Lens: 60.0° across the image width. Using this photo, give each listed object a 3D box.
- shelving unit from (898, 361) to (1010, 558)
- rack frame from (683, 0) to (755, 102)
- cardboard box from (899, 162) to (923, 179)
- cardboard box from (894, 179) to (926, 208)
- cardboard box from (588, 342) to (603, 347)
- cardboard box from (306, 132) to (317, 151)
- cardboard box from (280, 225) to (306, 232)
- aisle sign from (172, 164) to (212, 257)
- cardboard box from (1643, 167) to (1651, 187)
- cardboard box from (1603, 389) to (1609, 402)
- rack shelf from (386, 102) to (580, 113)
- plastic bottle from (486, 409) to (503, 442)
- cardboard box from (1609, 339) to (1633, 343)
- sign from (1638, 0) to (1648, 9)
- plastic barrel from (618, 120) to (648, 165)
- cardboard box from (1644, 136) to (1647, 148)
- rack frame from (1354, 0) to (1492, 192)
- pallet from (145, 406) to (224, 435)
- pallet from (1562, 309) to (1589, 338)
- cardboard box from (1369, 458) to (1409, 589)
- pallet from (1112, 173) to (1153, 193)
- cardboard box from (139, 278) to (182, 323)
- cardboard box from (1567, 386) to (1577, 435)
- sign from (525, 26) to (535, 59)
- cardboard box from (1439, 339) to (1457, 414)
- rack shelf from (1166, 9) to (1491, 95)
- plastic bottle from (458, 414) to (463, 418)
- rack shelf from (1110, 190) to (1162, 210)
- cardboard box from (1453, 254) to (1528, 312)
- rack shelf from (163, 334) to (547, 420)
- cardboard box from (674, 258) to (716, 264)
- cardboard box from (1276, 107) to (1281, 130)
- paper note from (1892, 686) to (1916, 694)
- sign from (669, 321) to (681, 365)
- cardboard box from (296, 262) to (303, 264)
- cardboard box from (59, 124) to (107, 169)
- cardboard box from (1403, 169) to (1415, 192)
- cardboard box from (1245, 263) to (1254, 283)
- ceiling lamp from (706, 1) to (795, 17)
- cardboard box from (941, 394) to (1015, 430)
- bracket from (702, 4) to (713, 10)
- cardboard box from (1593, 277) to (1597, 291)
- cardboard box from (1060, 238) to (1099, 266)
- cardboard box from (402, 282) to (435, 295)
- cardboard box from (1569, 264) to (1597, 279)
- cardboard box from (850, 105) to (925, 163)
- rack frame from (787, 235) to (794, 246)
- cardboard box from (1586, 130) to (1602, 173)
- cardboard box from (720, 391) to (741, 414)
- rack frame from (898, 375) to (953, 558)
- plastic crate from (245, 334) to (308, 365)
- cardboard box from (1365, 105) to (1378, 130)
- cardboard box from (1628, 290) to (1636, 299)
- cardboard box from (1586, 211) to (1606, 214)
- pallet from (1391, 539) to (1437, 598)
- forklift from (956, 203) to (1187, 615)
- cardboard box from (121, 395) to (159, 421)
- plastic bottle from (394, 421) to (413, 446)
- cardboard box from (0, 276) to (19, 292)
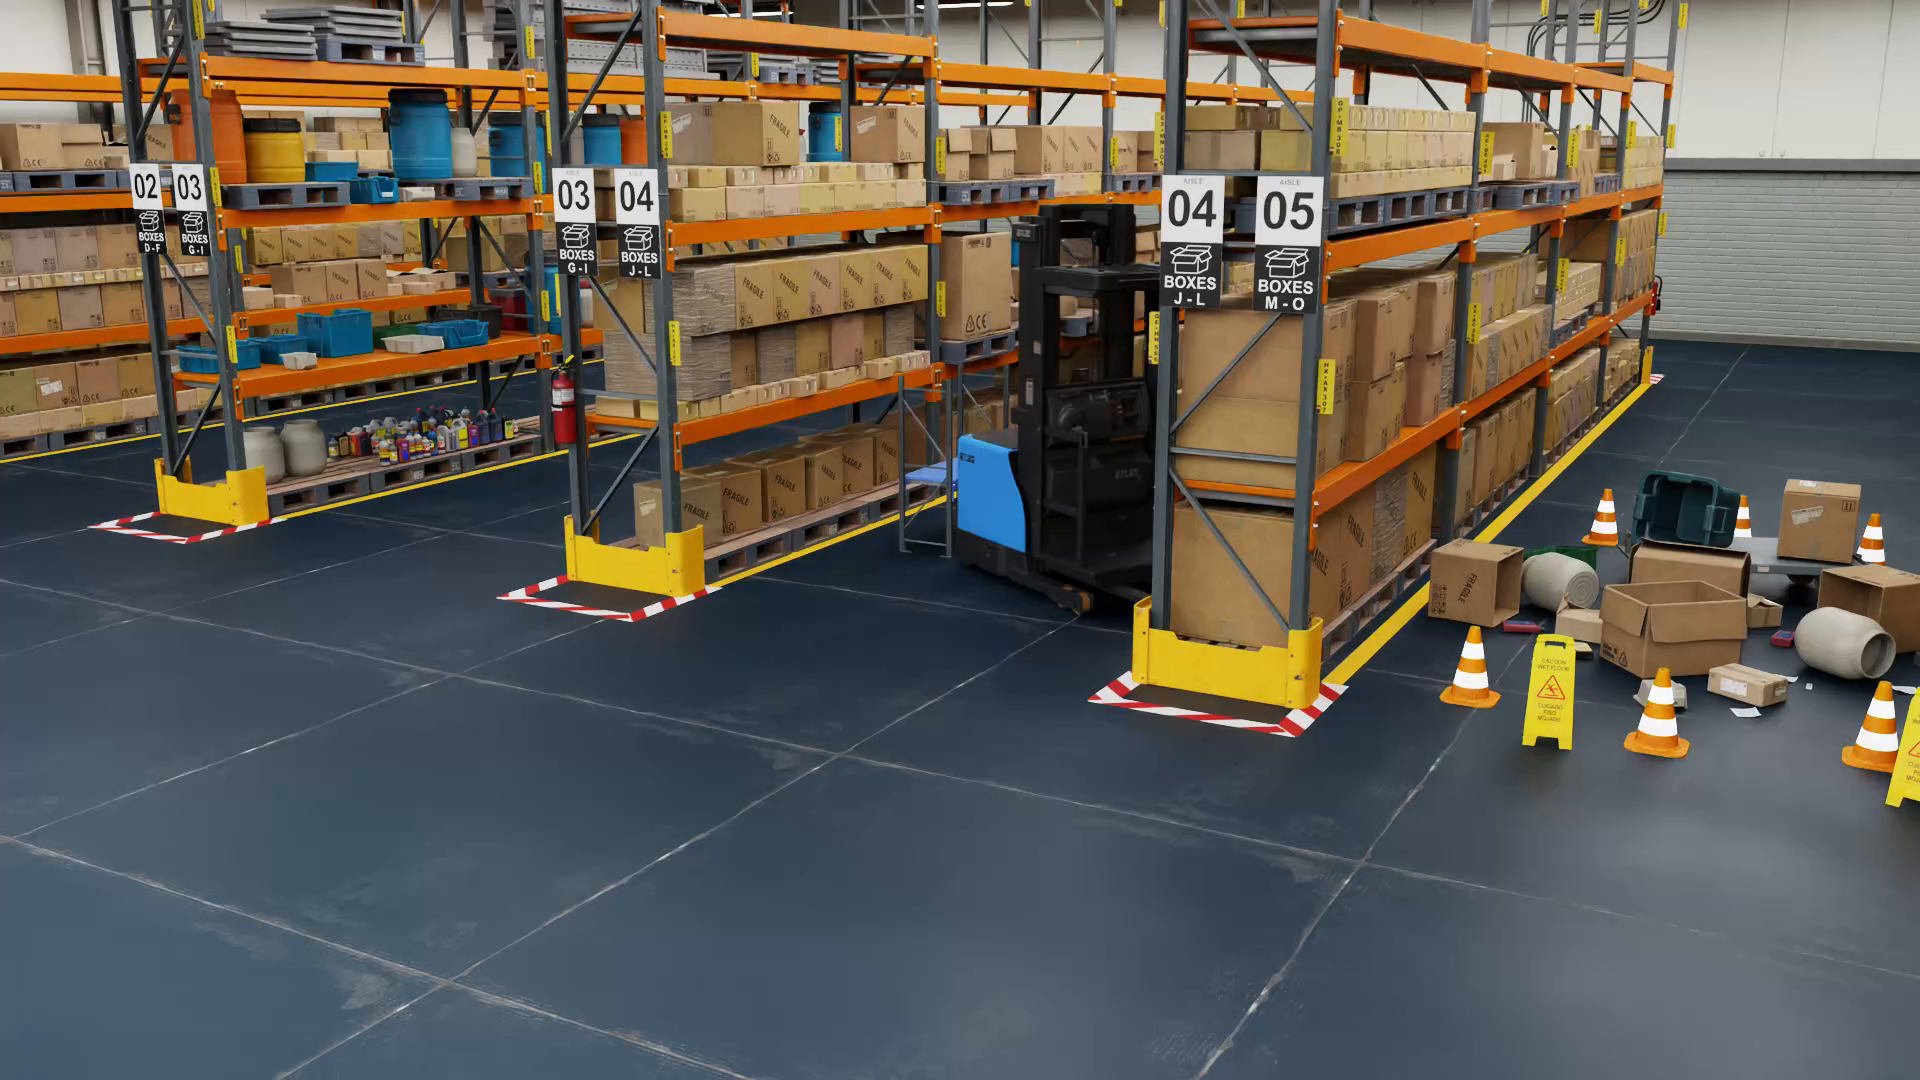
[{"bbox_3d":[-0.041,-0.712,14.285,0.538,1.500,1.048,7,15,28],"label":"shelving unit"},{"bbox_3d":[-3.064,-6.221,21.135,1.000,3.000,0.127,7,15,28],"label":"rack frame"},{"bbox_3d":[-0.566,-3.402,15.314,0.380,0.149,0.250,8,16,30],"label":"cardboard box"},{"bbox_3d":[-0.654,-3.184,15.262,0.500,0.250,0.500,8,16,30],"label":"cardboard box"},{"bbox_3d":[-5.942,-3.348,26.417,0.500,0.500,0.500,8,16,29],"label":"cardboard box"},{"bbox_3d":[-11.064,-6.480,27.460,0.700,0.500,0.500,8,16,31],"label":"cardboard box"},{"bbox_3d":[-11.032,-5.168,27.081,0.500,0.250,0.500,7,15,27],"label":"cardboard box"},{"bbox_3d":[-6.710,-2.879,14.527,0.394,0.787,0.004,7,15,28],"label":"aisle sign"},{"bbox_3d":[8.712,-4.746,21.741,0.500,0.250,0.500,8,16,31],"label":"cardboard box"},{"bbox_3d":[7.955,-1.837,20.942,0.380,0.149,0.250,7,15,26],"label":"cardboard box"},{"bbox_3d":[-8.836,-8.030,31.029,1.077,0.370,4.000,7,15,28],"label":"rack shelf"},{"bbox_3d":[-5.057,-1.245,18.010,0.144,0.351,0.185,7,15,27],"label":"plastic bottle"},{"bbox_3d":[9.226,-2.727,23.361,0.380,0.149,0.250,8,16,29],"label":"cardboard box"},{"bbox_3d":[7.987,-6.367,19.411,0.100,0.325,0.005,7,15,28],"label":"sign"},{"bbox_3d":[-3.967,-4.693,20.283,0.600,0.830,0.708,7,15,28],"label":"plastic barrel"},{"bbox_3d":[8.765,-5.209,21.742,0.380,0.149,0.250,7,15,26],"label":"cardboard box"},{"bbox_3d":[3.631,-4.256,12.987,1.000,3.000,0.127,7,15,28],"label":"rack frame"},{"bbox_3d":[-9.753,-1.531,20.435,1.003,0.211,1.213,7,15,28],"label":"pallet"},{"bbox_3d":[6.486,-2.478,18.820,1.003,0.211,1.213,7,15,28],"label":"pallet"},{"bbox_3d":[2.833,-0.204,12.618,0.875,0.875,0.875,8,15,28],"label":"cardboard box"},{"bbox_3d":[1.536,-4.247,19.754,1.213,0.211,1.003,8,16,31],"label":"pallet"},{"bbox_3d":[-9.791,-2.893,19.921,0.700,0.500,0.500,7,15,27],"label":"cardboard box"},{"bbox_3d":[6.614,-1.475,18.688,0.500,0.500,0.500,7,15,27],"label":"cardboard box"},{"bbox_3d":[-4.522,-5.234,17.488,0.100,0.325,0.005,7,15,28],"label":"sign"},{"bbox_3d":[3.463,-1.335,13.353,0.875,0.550,0.550,7,15,28],"label":"cardboard box"},{"bbox_3d":[2.664,-3.302,11.416,1.077,0.370,4.000,7,15,28],"label":"rack shelf"},{"bbox_3d":[-5.585,-1.300,18.559,0.097,0.201,0.097,0,14,0],"label":"plastic bottle"},{"bbox_3d":[2.238,-4.262,20.946,1.077,0.370,4.000,7,15,28],"label":"rack shelf"},{"bbox_3d":[5.096,-2.500,16.157,0.700,0.500,0.500,7,15,27],"label":"cardboard box"},{"bbox_3d":[-5.965,-1.723,16.817,1.077,0.370,4.000,7,15,28],"label":"rack shelf"},{"bbox_3d":[-2.310,-2.025,13.551,0.500,0.500,0.500,7,15,28],"label":"cardboard box"},{"bbox_3d":[1.933,-2.760,10.906,0.380,0.149,0.250,8,16,29],"label":"cardboard box"},{"bbox_3d":[6.010,0.944,10.553,0.142,0.019,0.148,2,14,9],"label":"paper note"},{"bbox_3d":[-2.121,-1.461,12.346,0.100,0.325,0.005,7,15,28],"label":"sign"},{"bbox_3d":[-11.029,-4.517,27.361,0.380,0.149,0.250,7,15,27],"label":"cardboard box"},{"bbox_3d":[-10.239,-4.502,18.994,0.797,0.503,0.637,9,16,34],"label":"cardboard box"},{"bbox_3d":[2.876,-2.453,11.335,0.380,0.149,0.250,8,15,29],"label":"cardboard box"},{"bbox_3d":[3.906,-3.803,23.595,0.500,0.250,0.500,7,15,28],"label":"cardboard box"},{"bbox_3d":[-4.361,-12.087,33.013,2.000,3.185,0.800,7,15,28],"label":"ceiling lamp"},{"bbox_3d":[0.171,-1.255,17.734,0.700,0.500,0.500,6,15,23],"label":"cardboard box"},{"bbox_3d":[-5.664,-11.917,37.085,0.235,0.232,0.430,7,15,28],"label":"bracket"},{"bbox_3d":[7.352,-3.049,19.787,0.380,0.149,0.250,7,15,28],"label":"cardboard box"},{"bbox_3d":[1.639,-3.427,19.996,0.797,0.503,0.637,8,16,30],"label":"cardboard box"},{"bbox_3d":[-7.591,-3.528,23.304,0.380,0.149,0.250,7,15,28],"label":"cardboard box"},{"bbox_3d":[7.346,-3.192,19.746,0.380,0.149,0.250,7,15,26],"label":"cardboard box"},{"bbox_3d":[-0.656,-3.696,15.147,0.500,0.500,0.500,7,15,26],"label":"cardboard box"},{"bbox_3d":[-3.531,-5.507,30.978,1.000,3.000,0.127,7,15,28],"label":"rack frame"},{"bbox_3d":[7.219,-4.627,19.815,0.700,0.500,0.500,7,15,28],"label":"cardboard box"},{"bbox_3d":[-1.978,-1.110,13.272,0.380,0.149,0.250,7,15,28],"label":"cardboard box"},{"bbox_3d":[-0.287,-0.607,13.853,0.500,1.500,0.032,7,15,28],"label":"rack frame"},{"bbox_3d":[-6.633,-1.860,16.164,0.499,0.251,0.408,7,15,28],"label":"plastic crate"},{"bbox_3d":[2.383,-2.632,10.374,0.380,0.149,0.250,7,15,27],"label":"cardboard box"},{"bbox_3d":[9.005,-3.375,22.668,0.380,0.149,0.250,7,15,26],"label":"cardboard box"},{"bbox_3d":[8.473,-4.210,22.616,0.500,0.500,0.500,7,15,27],"label":"cardboard box"},{"bbox_3d":[3.195,0.163,13.406,1.003,0.211,1.213,7,15,28],"label":"pallet"},{"bbox_3d":[1.166,-0.998,12.419,1.130,2.935,3.031,-8,16,-31],"label":"forklift"},{"bbox_3d":[-9.844,-1.587,19.688,0.500,0.250,0.500,7,15,28],"label":"cardboard box"},{"bbox_3d":[-5.906,-1.117,17.640,0.152,0.276,0.135,7,15,28],"label":"plastic bottle"},{"bbox_3d":[-10.517,-2.802,18.158,0.380,0.149,0.250,7,15,27],"label":"cardboard box"}]
